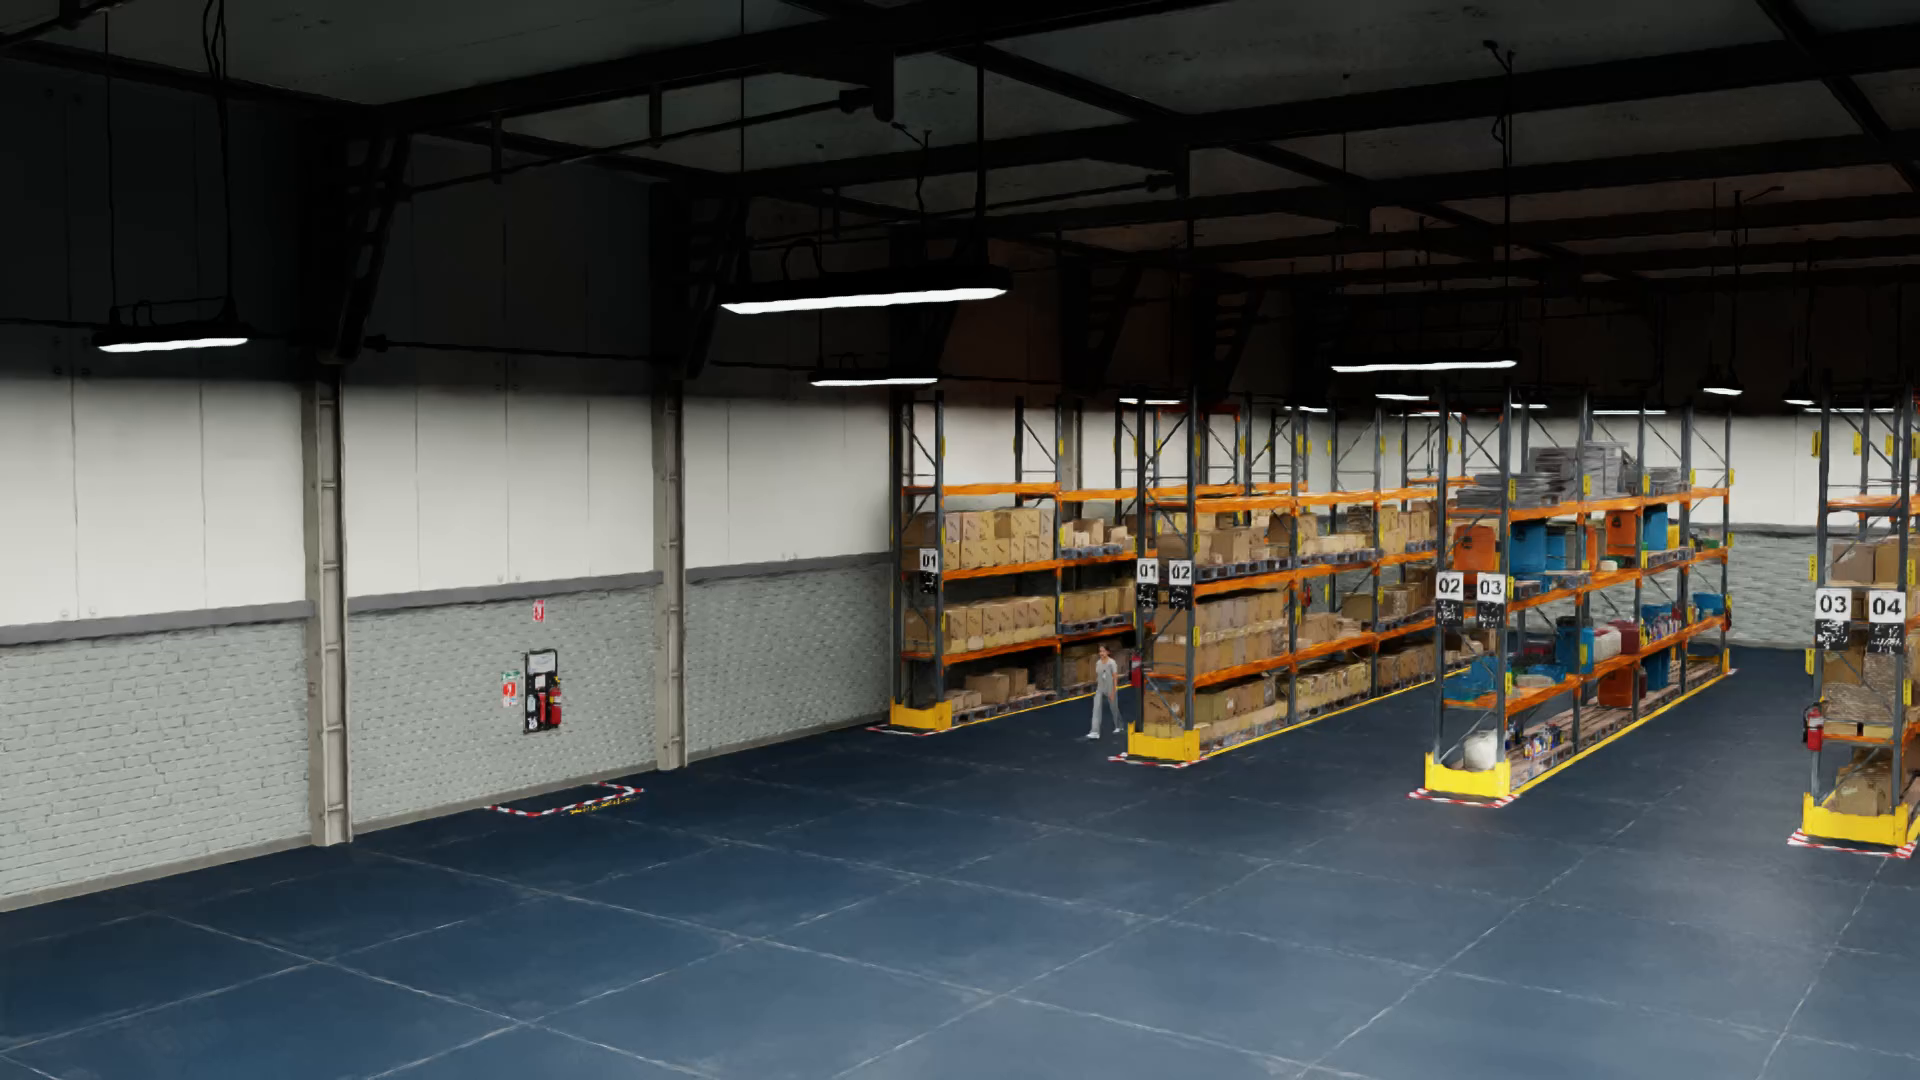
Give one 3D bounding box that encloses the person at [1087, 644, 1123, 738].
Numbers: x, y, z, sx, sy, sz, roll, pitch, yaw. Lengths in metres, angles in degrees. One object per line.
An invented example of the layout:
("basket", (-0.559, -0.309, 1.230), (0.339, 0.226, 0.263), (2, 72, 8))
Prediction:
("person", (2.524, 2.582, 28.581), (0.455, 1.612, 0.997), (2, 4, 34))
